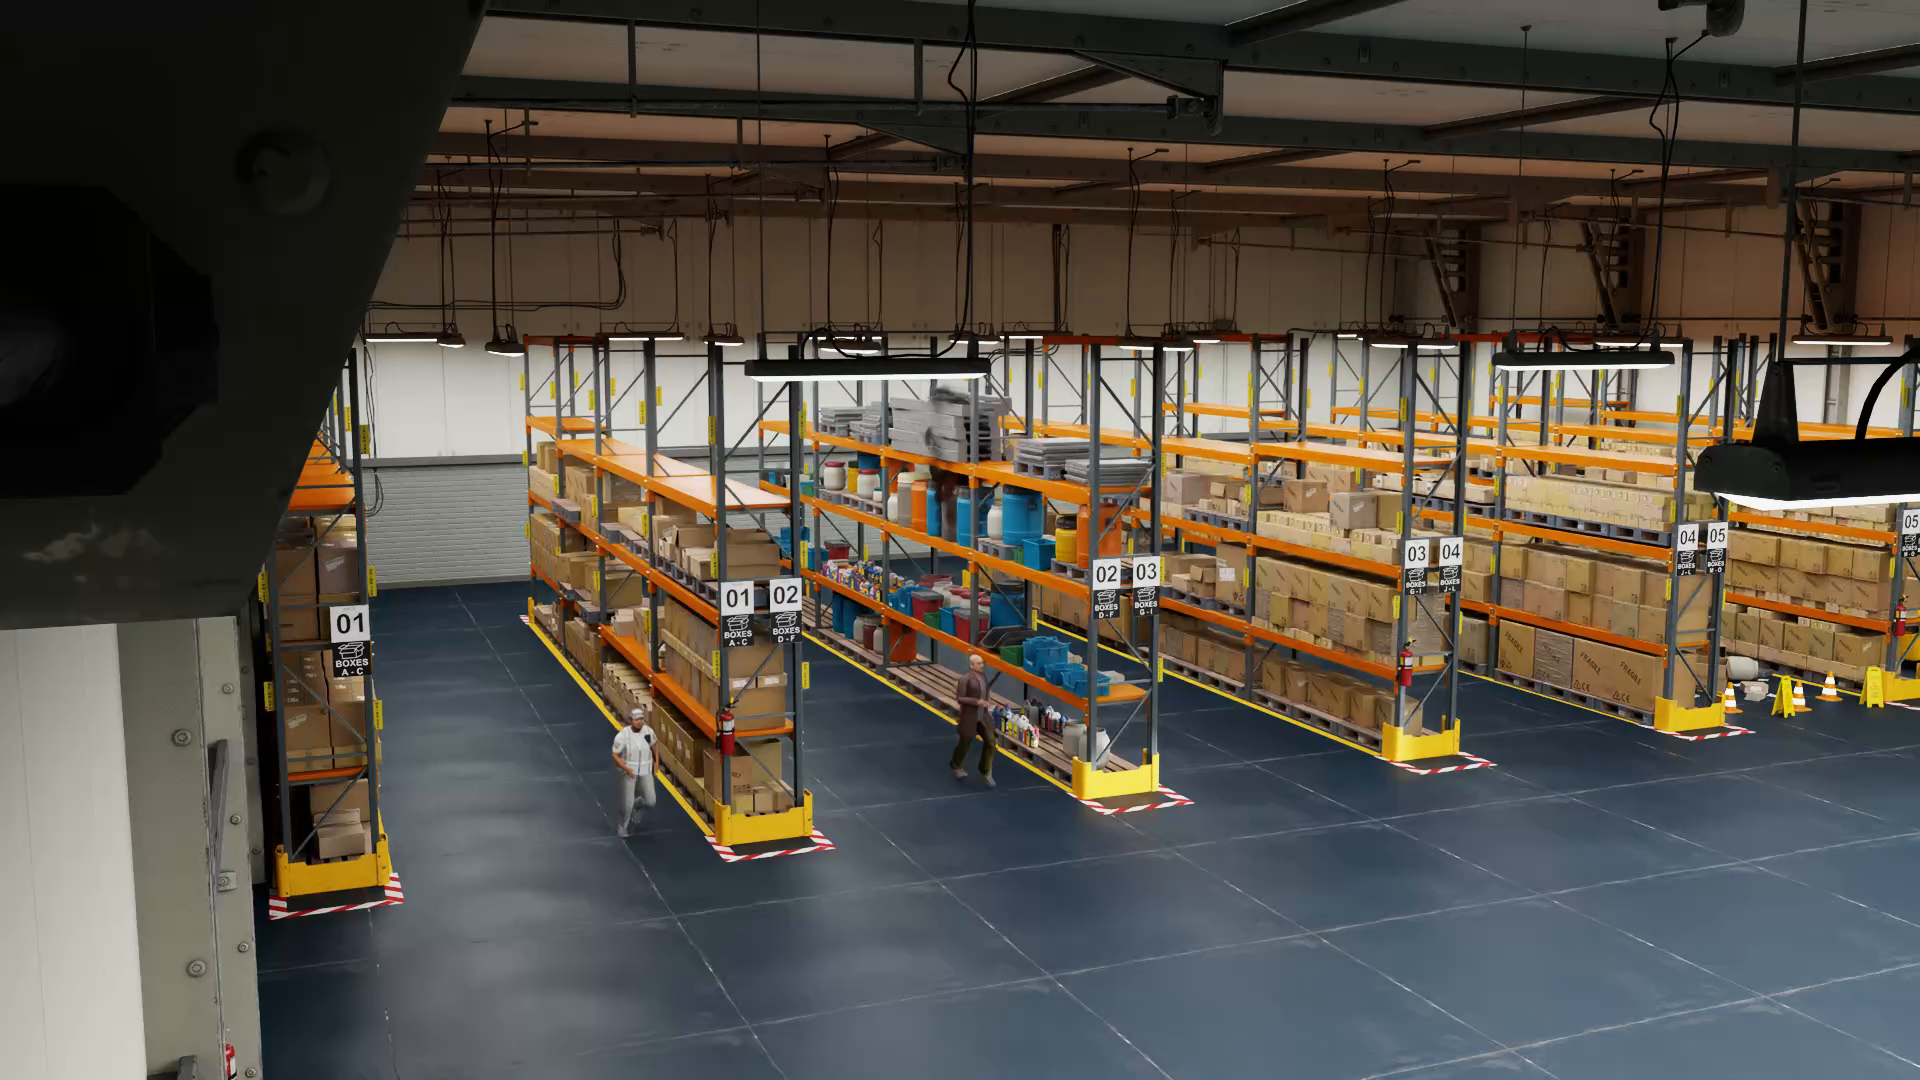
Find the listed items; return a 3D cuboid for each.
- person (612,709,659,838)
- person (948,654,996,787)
[{"bbox_3d":[-3.942,2.844,20.347,0.633,1.600,0.564,-4,9,-27],"label":"person"},{"bbox_3d":[0.174,2.455,22.659,0.640,1.835,0.907,-6,10,-37],"label":"person"}]
